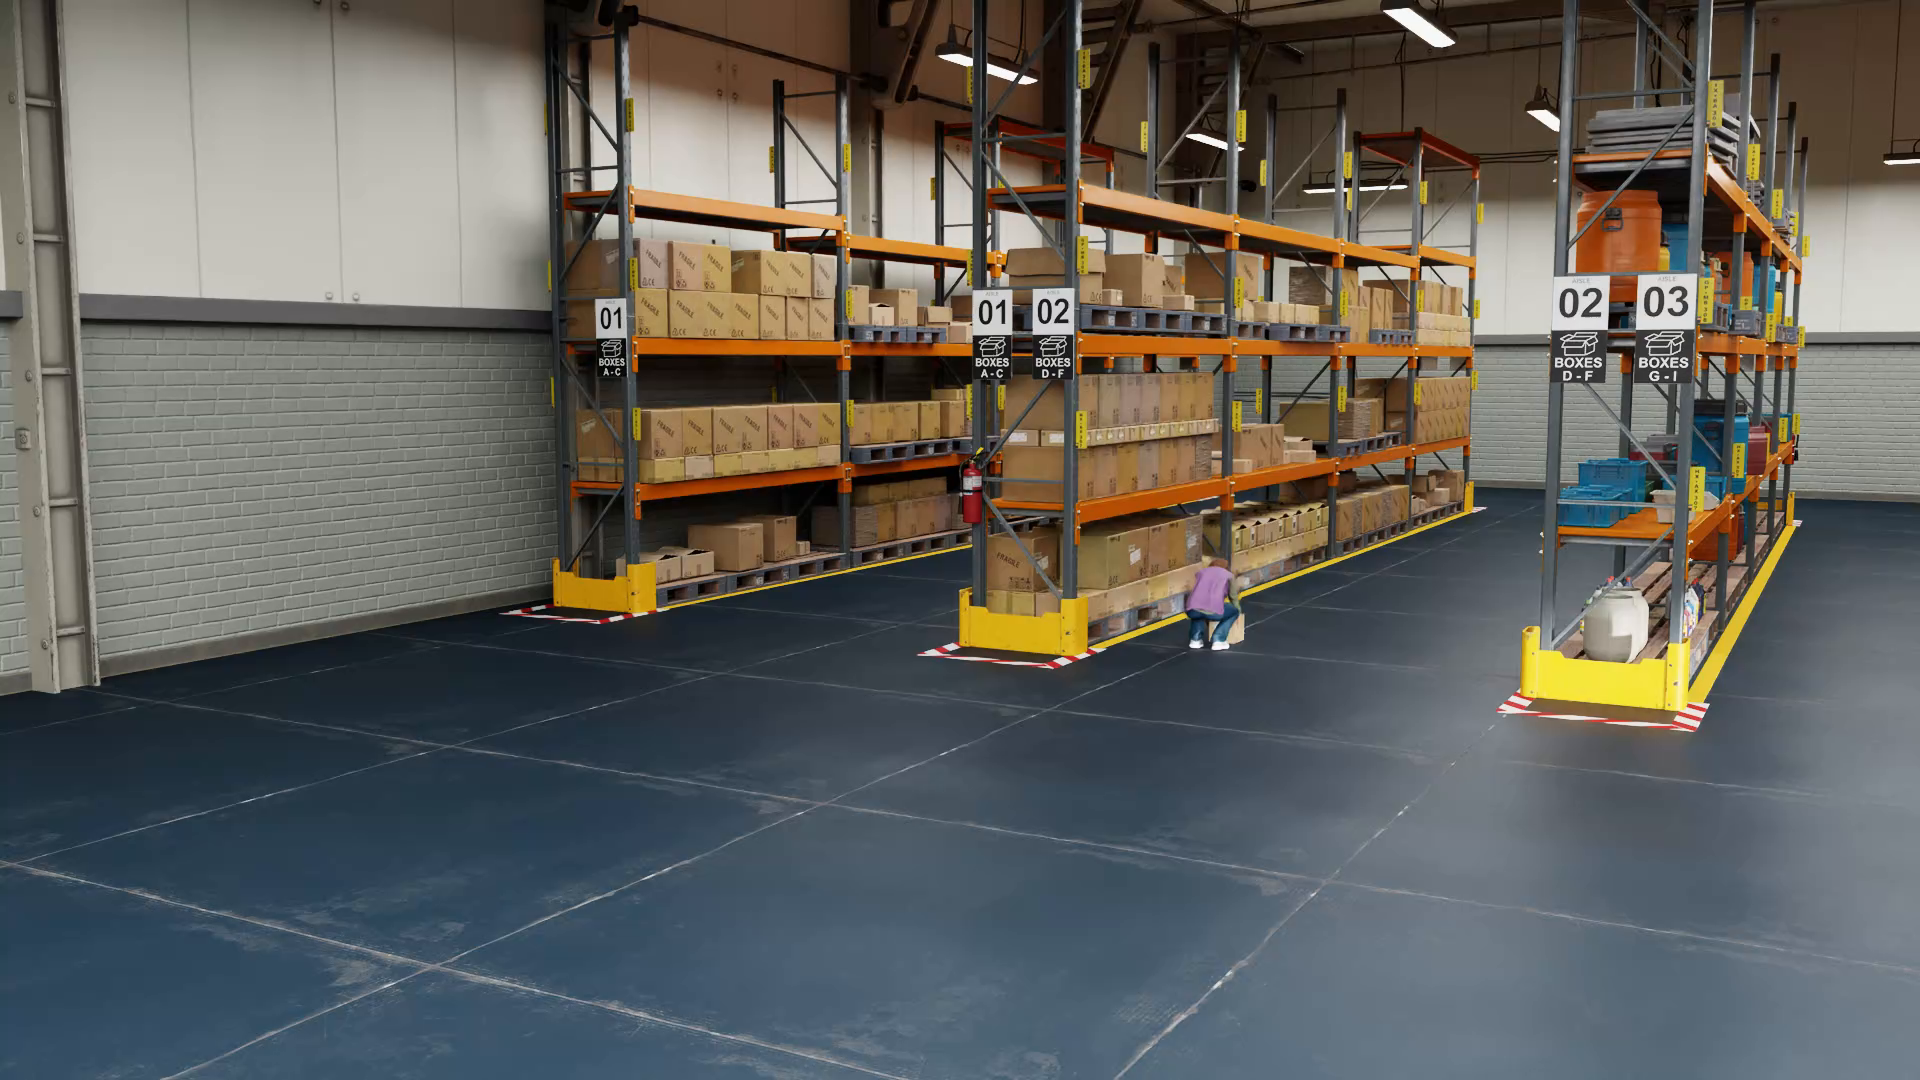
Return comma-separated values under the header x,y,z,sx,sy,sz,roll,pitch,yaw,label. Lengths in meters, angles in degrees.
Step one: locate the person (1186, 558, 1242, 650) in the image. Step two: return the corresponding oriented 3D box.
x,y,z,sx,sy,sz,roll,pitch,yaw,label
2.287,0.582,15.026,0.437,0.774,0.805,3,7,28,person
